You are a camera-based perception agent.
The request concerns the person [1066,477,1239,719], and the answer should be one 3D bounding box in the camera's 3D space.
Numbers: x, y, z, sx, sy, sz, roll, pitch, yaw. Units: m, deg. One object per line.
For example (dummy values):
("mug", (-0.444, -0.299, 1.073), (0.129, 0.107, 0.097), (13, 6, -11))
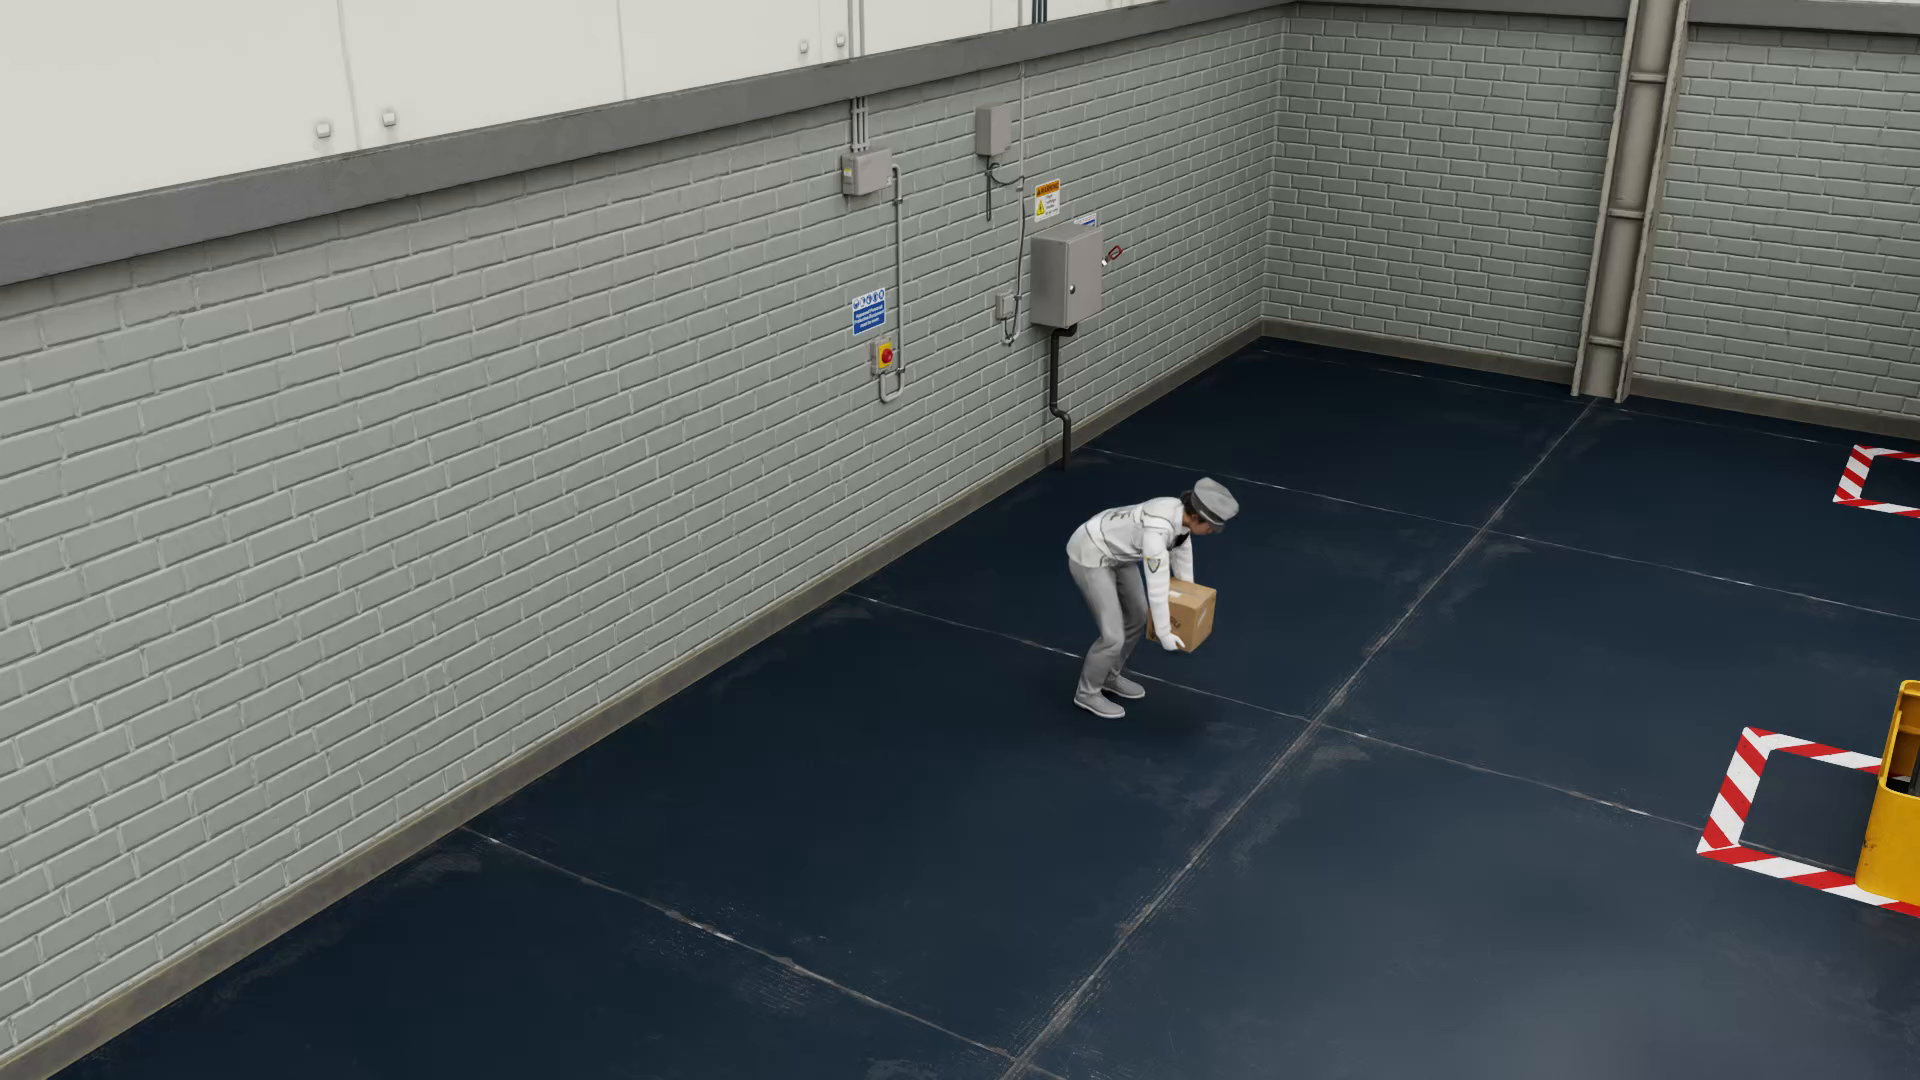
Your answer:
("person", (0.957, 0.280, 8.380), (0.858, 1.327, 0.417), (13, 26, 27))
